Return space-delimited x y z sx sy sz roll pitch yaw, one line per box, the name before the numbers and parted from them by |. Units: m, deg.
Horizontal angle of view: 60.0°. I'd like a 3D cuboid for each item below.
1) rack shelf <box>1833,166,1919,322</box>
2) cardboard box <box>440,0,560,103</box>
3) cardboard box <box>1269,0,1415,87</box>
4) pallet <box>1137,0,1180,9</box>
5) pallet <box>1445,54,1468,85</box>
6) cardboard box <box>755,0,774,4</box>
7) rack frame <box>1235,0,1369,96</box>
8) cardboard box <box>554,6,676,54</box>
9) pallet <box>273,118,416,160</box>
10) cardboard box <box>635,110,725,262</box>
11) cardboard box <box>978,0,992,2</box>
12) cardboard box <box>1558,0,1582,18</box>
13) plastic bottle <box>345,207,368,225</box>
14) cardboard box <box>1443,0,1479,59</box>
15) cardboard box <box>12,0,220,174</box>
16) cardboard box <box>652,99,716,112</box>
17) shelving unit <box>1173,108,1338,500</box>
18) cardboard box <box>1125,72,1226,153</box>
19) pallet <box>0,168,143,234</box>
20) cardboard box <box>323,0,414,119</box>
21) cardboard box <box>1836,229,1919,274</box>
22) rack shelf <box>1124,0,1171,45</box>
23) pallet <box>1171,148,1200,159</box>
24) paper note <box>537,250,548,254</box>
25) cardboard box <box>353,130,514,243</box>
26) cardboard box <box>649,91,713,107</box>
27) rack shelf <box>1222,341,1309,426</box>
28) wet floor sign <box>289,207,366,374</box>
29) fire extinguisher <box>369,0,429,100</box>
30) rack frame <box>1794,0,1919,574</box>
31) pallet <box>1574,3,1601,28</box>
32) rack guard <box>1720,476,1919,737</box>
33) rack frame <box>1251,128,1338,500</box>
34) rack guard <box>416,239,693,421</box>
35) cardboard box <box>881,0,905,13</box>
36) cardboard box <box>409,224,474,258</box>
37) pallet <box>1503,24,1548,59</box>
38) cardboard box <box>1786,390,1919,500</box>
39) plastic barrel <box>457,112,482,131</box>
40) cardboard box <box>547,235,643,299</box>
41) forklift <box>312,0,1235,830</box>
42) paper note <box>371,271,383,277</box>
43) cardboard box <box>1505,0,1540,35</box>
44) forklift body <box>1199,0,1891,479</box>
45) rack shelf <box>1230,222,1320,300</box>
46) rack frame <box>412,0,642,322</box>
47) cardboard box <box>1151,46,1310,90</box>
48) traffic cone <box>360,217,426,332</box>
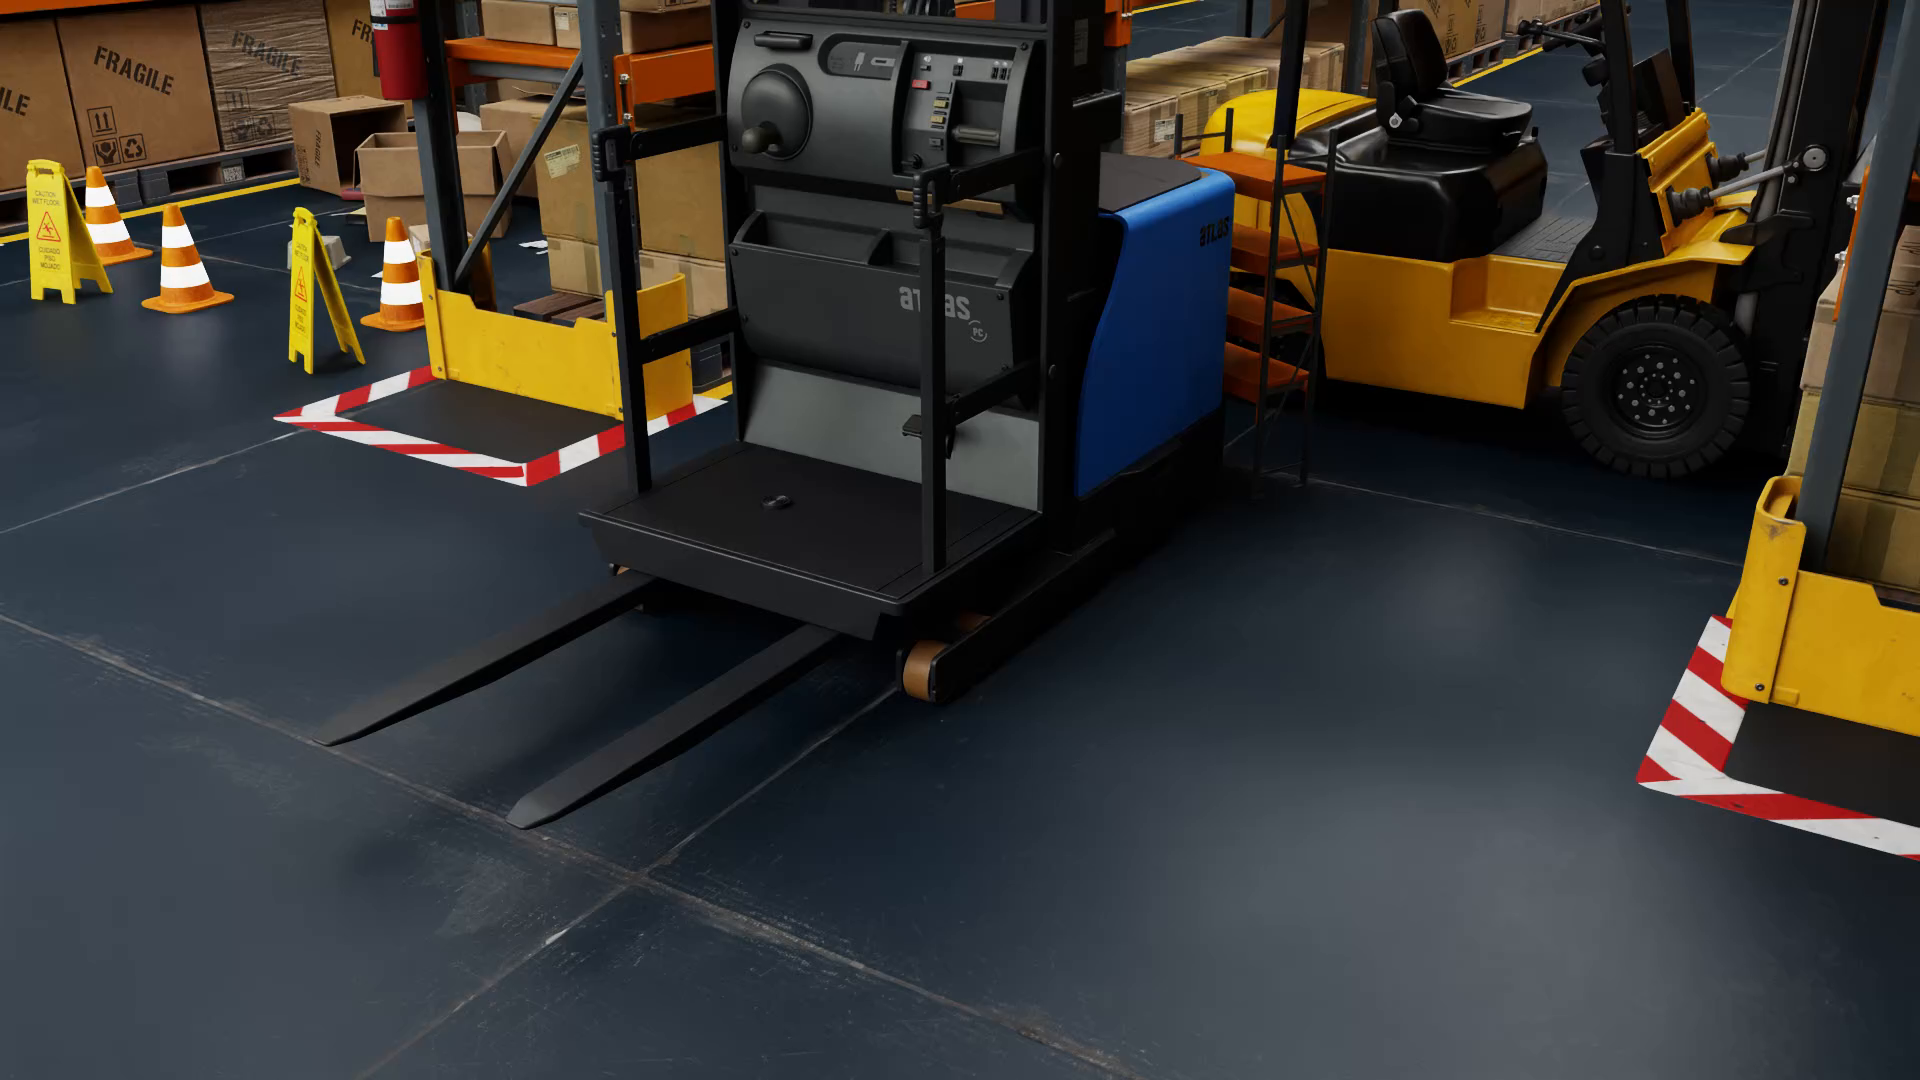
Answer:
rack shelf | 3.629 -1.270 5.314 1.077 0.370 4.000 14 27 29
cardboard box | -3.543 -3.706 12.338 1.050 0.750 0.750 14 27 29
cardboard box | 3.010 -4.098 13.086 0.875 0.875 0.875 14 27 28
pallet | 2.037 -6.795 20.682 1.003 0.211 1.213 14 27 29
pallet | 3.699 -4.045 14.328 1.003 0.211 1.213 14 27 29
cardboard box | -0.960 -2.081 6.597 0.380 0.149 0.250 13 27 27
rack frame | 2.575 -4.664 12.249 1.000 3.000 0.127 14 27 29
cardboard box | -1.290 -1.920 6.226 0.380 0.149 0.250 14 27 29
pallet | -4.262 -2.797 11.446 1.003 0.211 1.213 14 27 29
cardboard box | -0.973 -1.462 6.839 0.500 0.500 0.500 13 27 27
cardboard box | 0.021 -2.683 7.988 0.380 0.149 0.250 13 27 28
cardboard box | 6.056 -5.827 17.631 0.875 0.438 0.875 15 27 30
plastic bottle | -3.355 -1.848 9.442 0.133 0.061 0.283 5 24 11
cardboard box | 3.956 -4.699 14.476 0.875 0.875 0.875 15 27 30
cardboard box | -5.140 -2.725 9.915 0.875 0.875 0.875 13 27 28
cardboard box | -1.172 -1.741 7.485 0.500 0.500 0.500 15 28 31
shelving unit | 0.946 -0.793 5.571 0.258 1.200 0.503 -14 27 -30
cardboard box | 1.116 -2.722 10.541 0.950 0.372 0.625 16 28 32
pallet | -5.549 -1.974 9.544 1.003 0.211 1.213 14 27 29
cardboard box | -4.185 -3.337 11.330 0.875 0.875 0.875 14 27 30
cardboard box | 2.816 -0.709 4.787 0.500 0.250 0.500 14 27 30
rack shelf | 1.520 -3.659 10.832 1.077 0.370 4.000 14 27 29
pallet | 0.874 -2.298 10.292 1.003 0.211 1.213 14 27 29
paper note | -2.176 -1.518 8.744 0.032 0.001 0.123 14 27 29
cardboard box | -2.870 -1.942 9.102 0.797 0.503 0.637 -3 24 -7
cardboard box | -1.308 -2.000 7.266 0.380 0.149 0.250 15 27 30
rack shelf | 0.946 -0.549 5.677 0.258 0.148 0.480 -14 27 -30
wet floor sign | -2.655 -1.044 6.849 0.232 0.644 0.267 -17 29 -35
fire extinguisher | -2.097 -1.987 6.161 0.296 0.674 0.183 14 27 29
rack frame | 2.574 -0.925 3.612 1.000 3.000 0.127 14 27 29
pallet | 6.439 -5.798 18.378 1.003 0.211 1.213 14 27 29
rack guard | 2.561 0.230 4.089 1.175 0.500 0.348 14 27 29
rack frame | 1.078 -0.711 5.383 0.240 1.200 0.015 -14 27 -30
rack guard | -1.605 -0.843 6.567 1.175 0.500 0.348 14 27 29
cardboard box | -0.427 -2.436 7.417 0.380 0.149 0.250 13 27 28
cardboard box | -2.670 -1.521 8.577 0.250 0.149 0.380 -12 26 -26
pallet | 5.152 -4.975 16.476 1.003 0.211 1.213 14 27 29
cardboard box | 2.565 -0.315 4.506 0.500 0.250 0.500 13 27 28
plastic barrel | -3.089 -2.431 10.332 0.421 0.421 0.512 -7 24 -17
cardboard box | -1.435 -1.232 7.253 0.500 0.250 0.500 14 27 29
forklift | -0.338 -1.137 4.187 1.130 2.935 3.031 14 27 30
paper note | -2.838 -1.338 8.302 0.148 0.019 0.142 5 24 11
cardboard box | 5.107 -5.221 16.230 0.875 0.438 0.875 13 27 28
forklift body | 2.024 -1.558 6.142 2.313 2.155 1.214 14 27 29
rack shelf | 0.946 -0.936 5.509 0.258 0.148 0.480 -14 27 -30
rack frame | -1.645 -1.964 6.011 1.000 3.000 0.127 14 27 29
cardboard box | 1.886 -3.212 11.672 0.950 0.372 0.625 13 27 28
traffic cone | -2.514 -1.215 7.475 0.336 0.463 0.334 14 27 29
